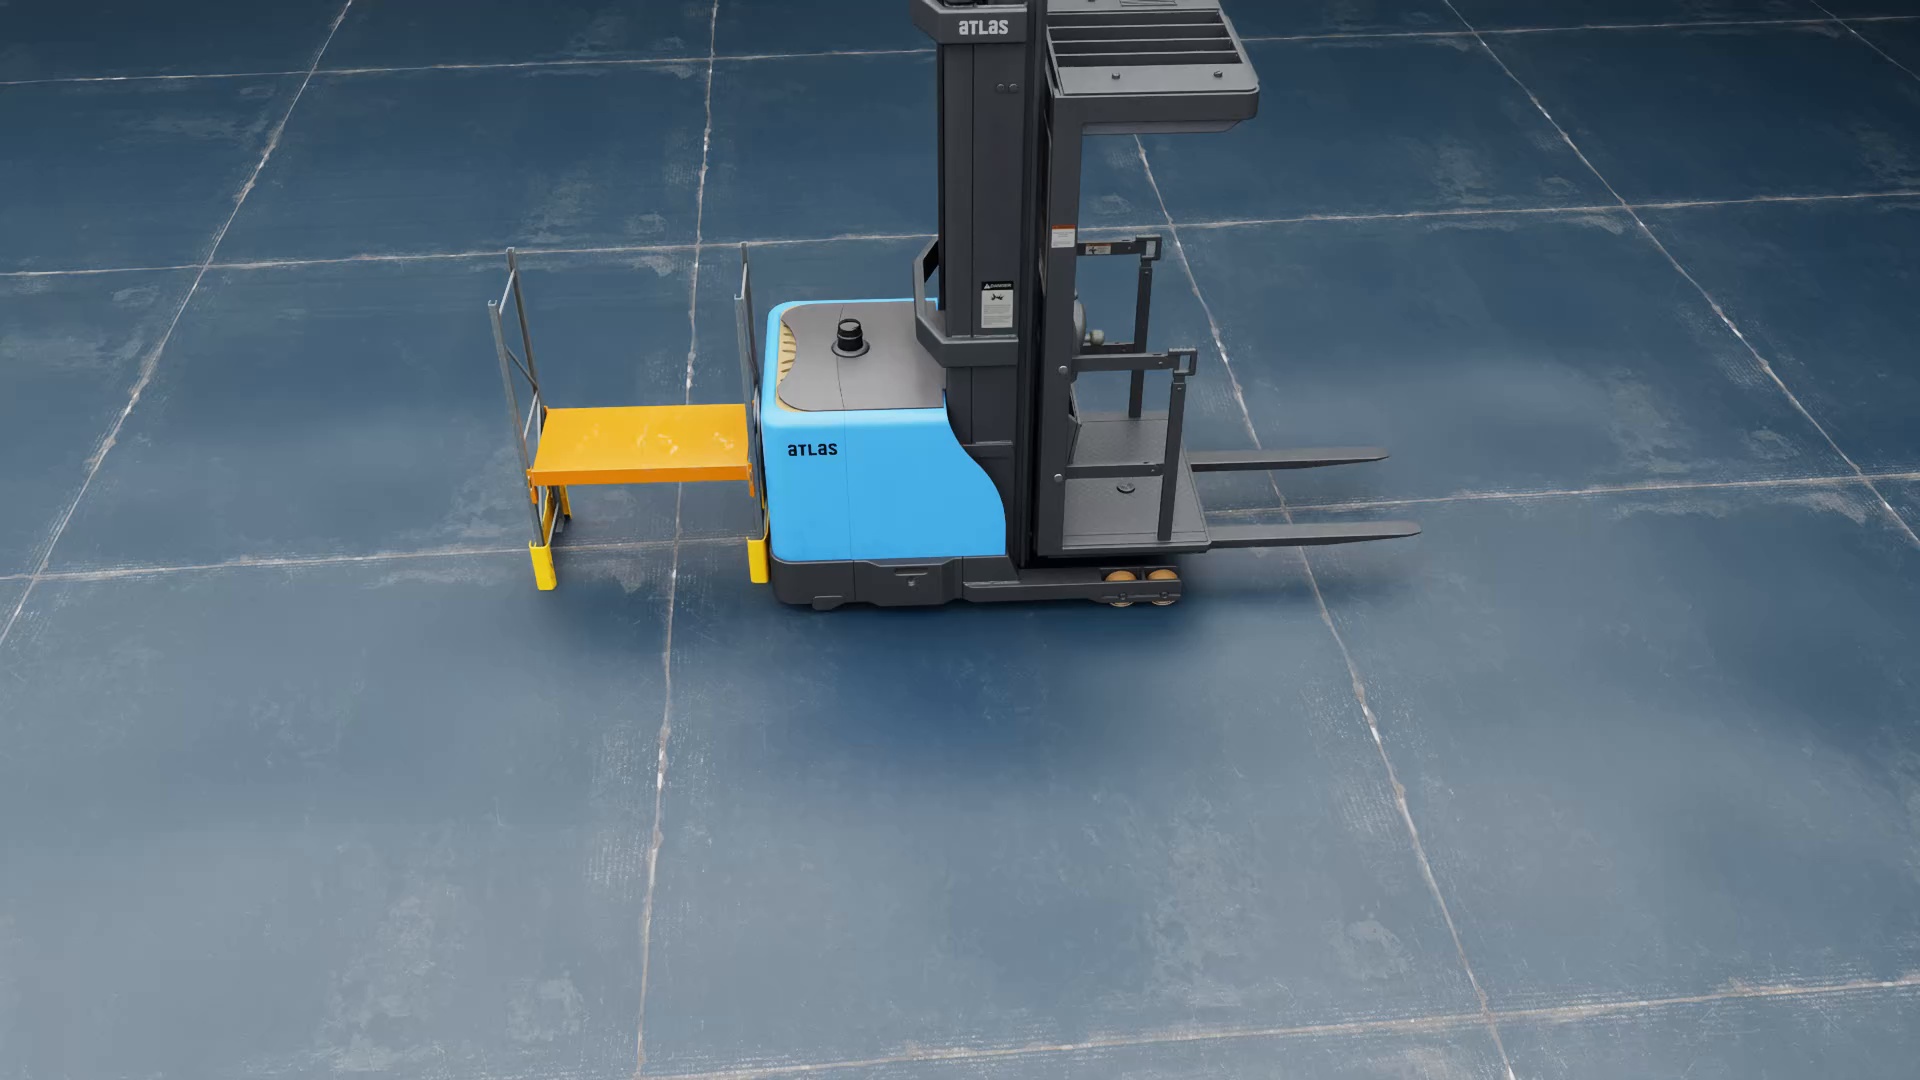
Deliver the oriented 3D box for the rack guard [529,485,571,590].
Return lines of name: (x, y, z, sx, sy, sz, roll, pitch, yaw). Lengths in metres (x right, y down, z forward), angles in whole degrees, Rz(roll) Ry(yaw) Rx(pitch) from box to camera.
rack guard: (-1.950, -0.046, 7.929, 0.087, 0.250, 0.587, -2, 38, -2)

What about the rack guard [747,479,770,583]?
rack guard: (-0.955, -0.077, 7.968, 0.087, 0.250, 0.587, -2, 38, -2)

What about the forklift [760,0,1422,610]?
forklift: (0.630, -1.171, 7.190, 3.031, 2.935, 1.130, -2, 38, -2)

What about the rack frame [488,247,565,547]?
rack frame: (-1.951, -0.537, 7.542, 0.032, 1.500, 0.500, -2, 38, -2)

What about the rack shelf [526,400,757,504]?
rack shelf: (-1.444, -0.412, 7.673, 1.000, 0.185, 0.538, -2, 38, -2)

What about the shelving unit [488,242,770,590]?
shelving unit: (-1.453, -0.553, 7.561, 1.083, 1.500, 0.587, -2, 38, -2)

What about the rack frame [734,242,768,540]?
rack frame: (-0.936, -0.569, 7.582, 0.032, 1.500, 0.500, -2, 38, -2)
